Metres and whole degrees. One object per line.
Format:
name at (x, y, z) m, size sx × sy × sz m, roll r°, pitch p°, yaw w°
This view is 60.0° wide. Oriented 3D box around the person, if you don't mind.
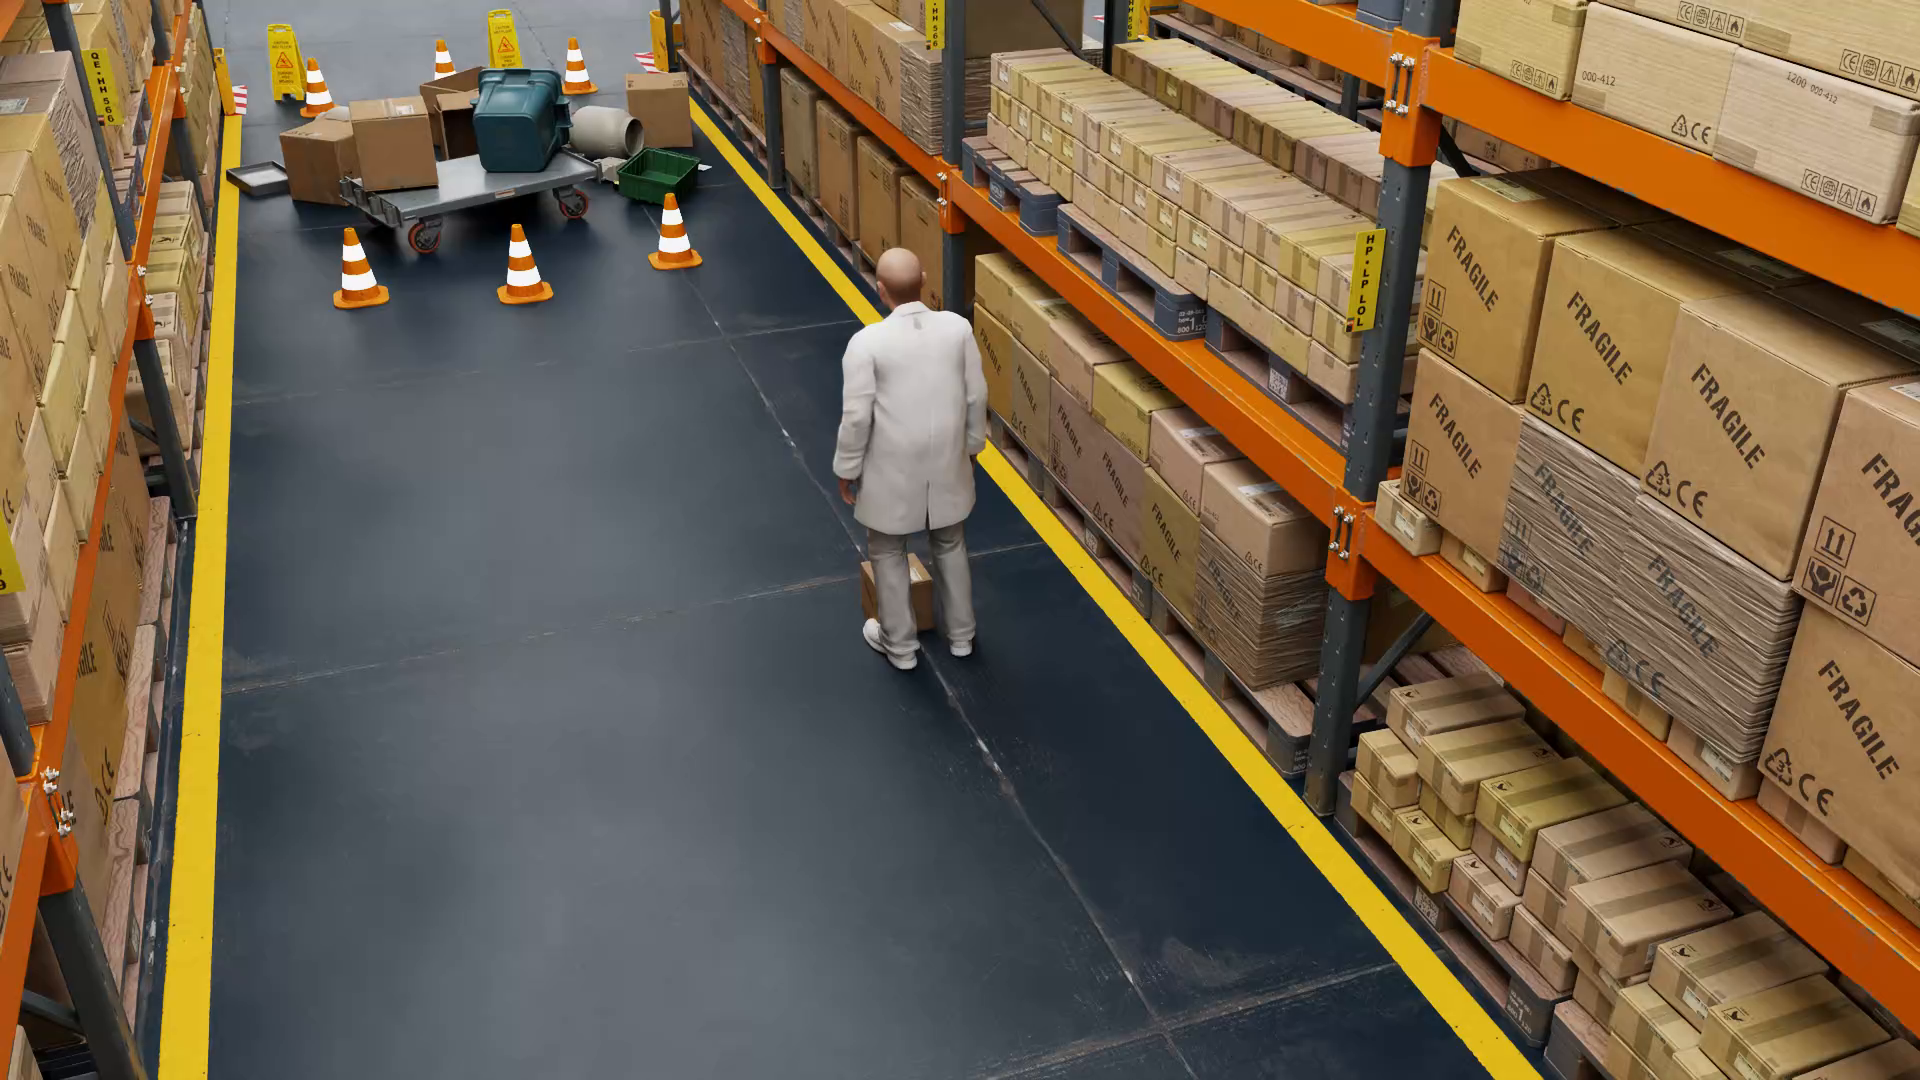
person at (-0.195, -0.310, 6.693) m, size 0.654 × 1.775 × 0.420 m, roll -12°, pitch 31°, yaw -20°
